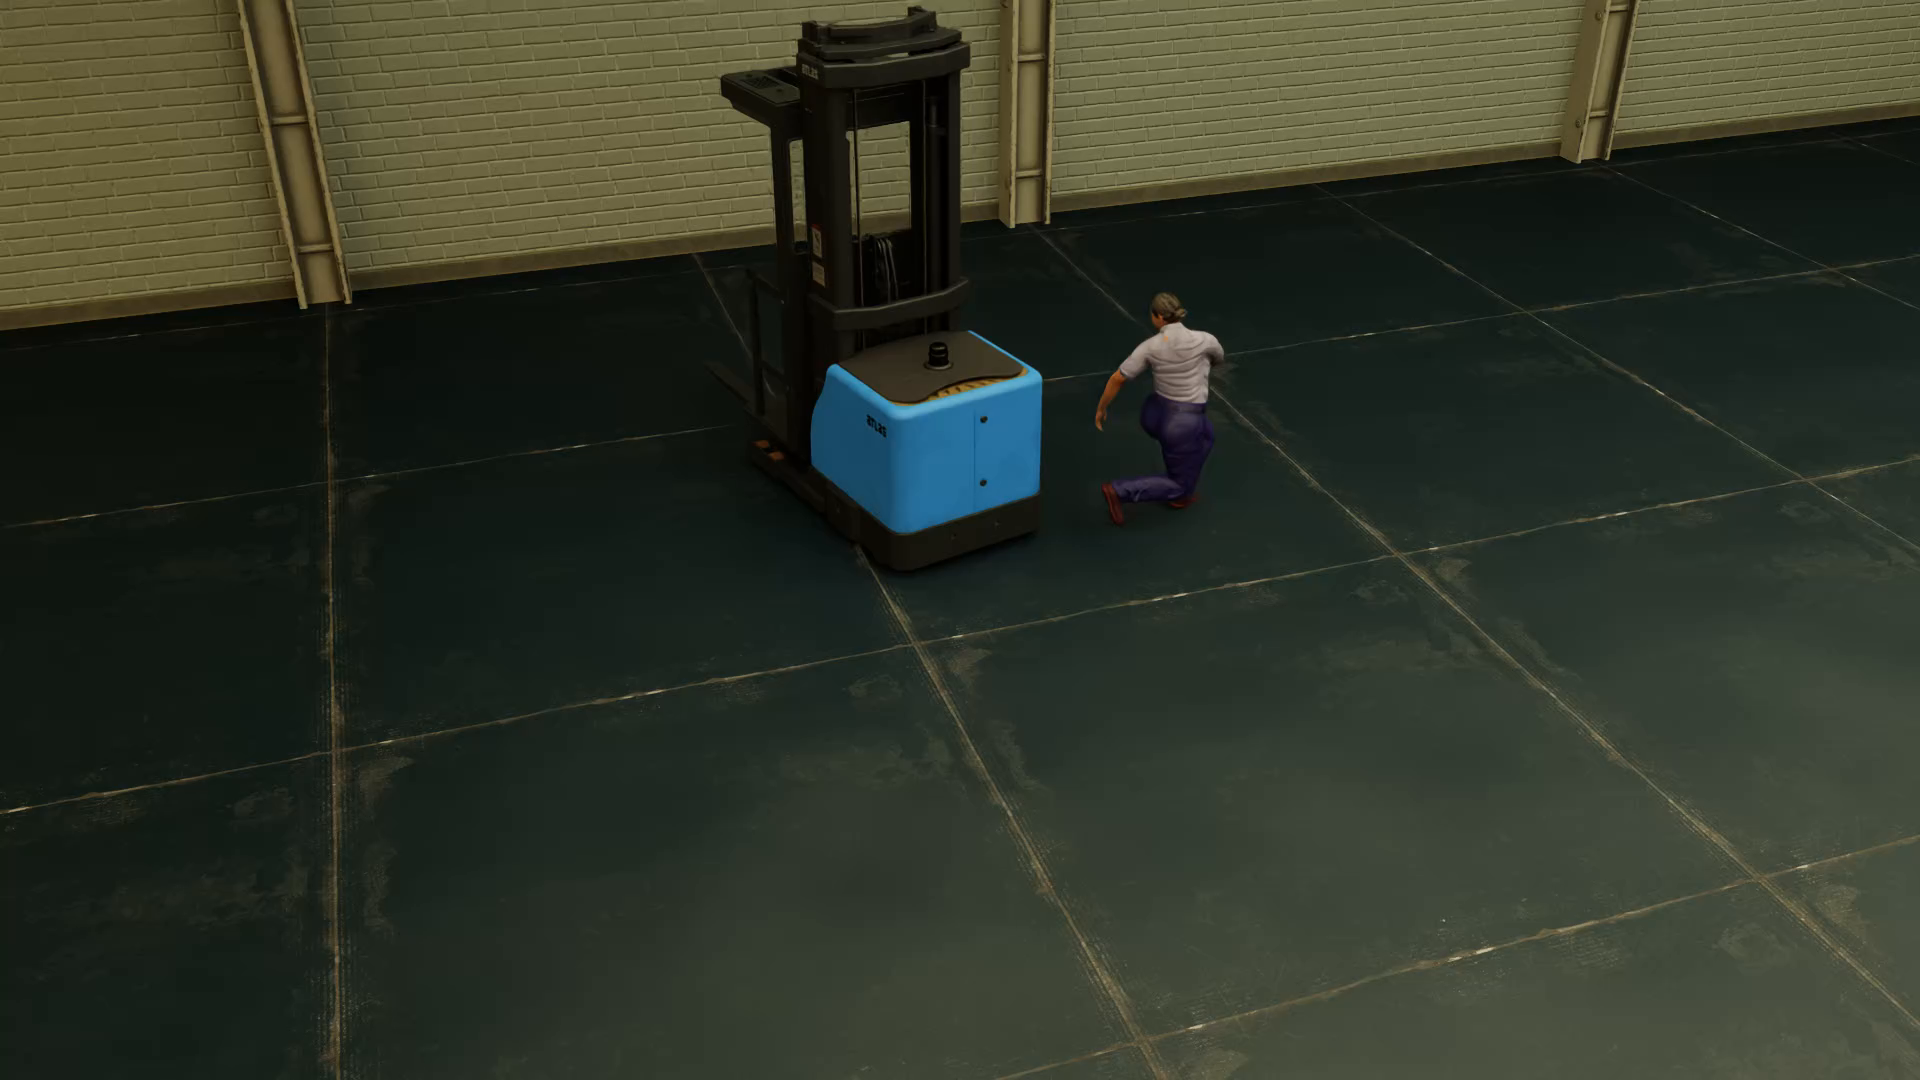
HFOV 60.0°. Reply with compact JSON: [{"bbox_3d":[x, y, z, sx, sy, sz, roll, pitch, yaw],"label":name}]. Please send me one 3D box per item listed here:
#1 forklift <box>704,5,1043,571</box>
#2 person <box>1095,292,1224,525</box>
[{"bbox_3d":[-0.721,-1.788,10.195,1.130,2.935,3.031,-18,34,-28],"label":"forklift"},{"bbox_3d":[1.201,-0.782,10.026,0.862,1.431,0.601,-22,36,-33],"label":"person"}]
